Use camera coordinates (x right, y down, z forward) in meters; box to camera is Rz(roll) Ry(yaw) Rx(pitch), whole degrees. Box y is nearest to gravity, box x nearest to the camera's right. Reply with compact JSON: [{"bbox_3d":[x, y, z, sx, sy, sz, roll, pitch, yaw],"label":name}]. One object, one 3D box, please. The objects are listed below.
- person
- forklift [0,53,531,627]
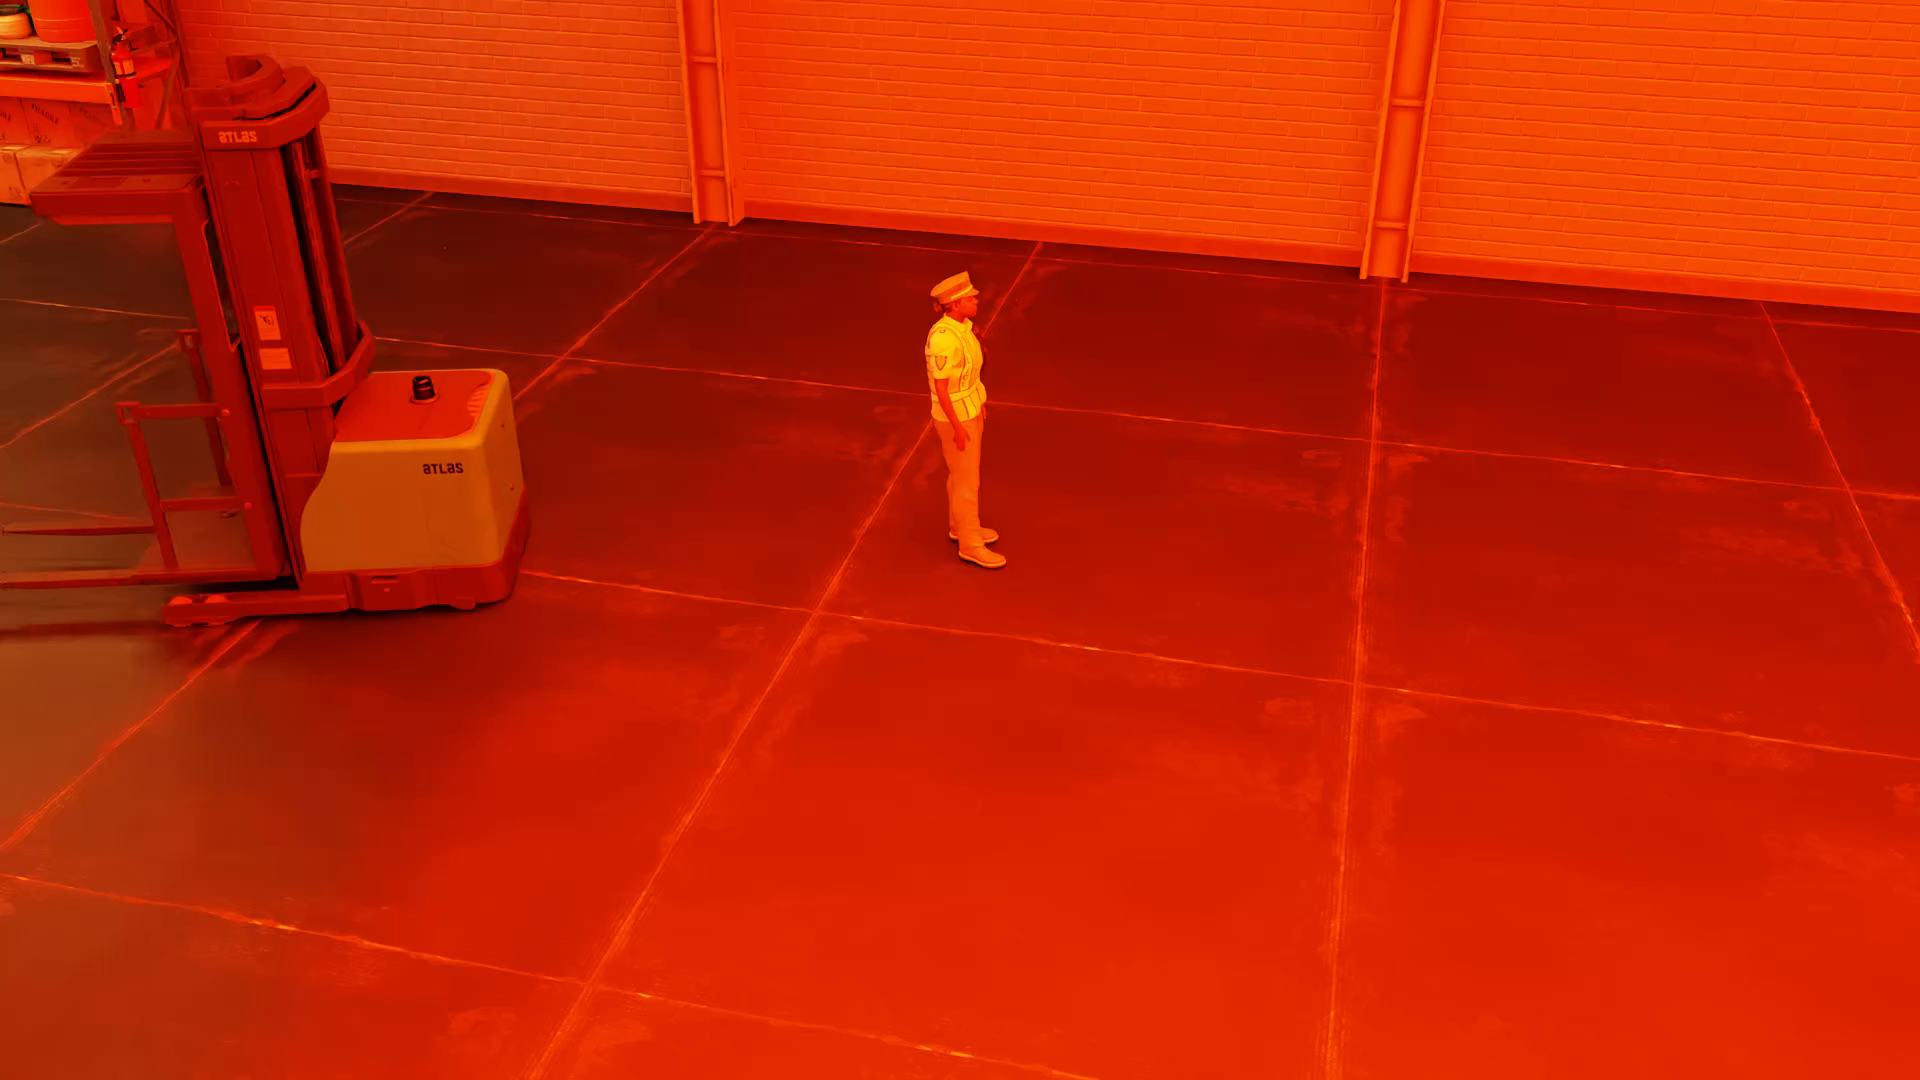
[{"bbox_3d":[0.068,-0.724,9.690,0.528,1.693,0.569,7,30,12],"label":"person"},{"bbox_3d":[-4.106,-1.061,9.043,3.031,2.935,1.130,-2,30,-4],"label":"forklift"}]
